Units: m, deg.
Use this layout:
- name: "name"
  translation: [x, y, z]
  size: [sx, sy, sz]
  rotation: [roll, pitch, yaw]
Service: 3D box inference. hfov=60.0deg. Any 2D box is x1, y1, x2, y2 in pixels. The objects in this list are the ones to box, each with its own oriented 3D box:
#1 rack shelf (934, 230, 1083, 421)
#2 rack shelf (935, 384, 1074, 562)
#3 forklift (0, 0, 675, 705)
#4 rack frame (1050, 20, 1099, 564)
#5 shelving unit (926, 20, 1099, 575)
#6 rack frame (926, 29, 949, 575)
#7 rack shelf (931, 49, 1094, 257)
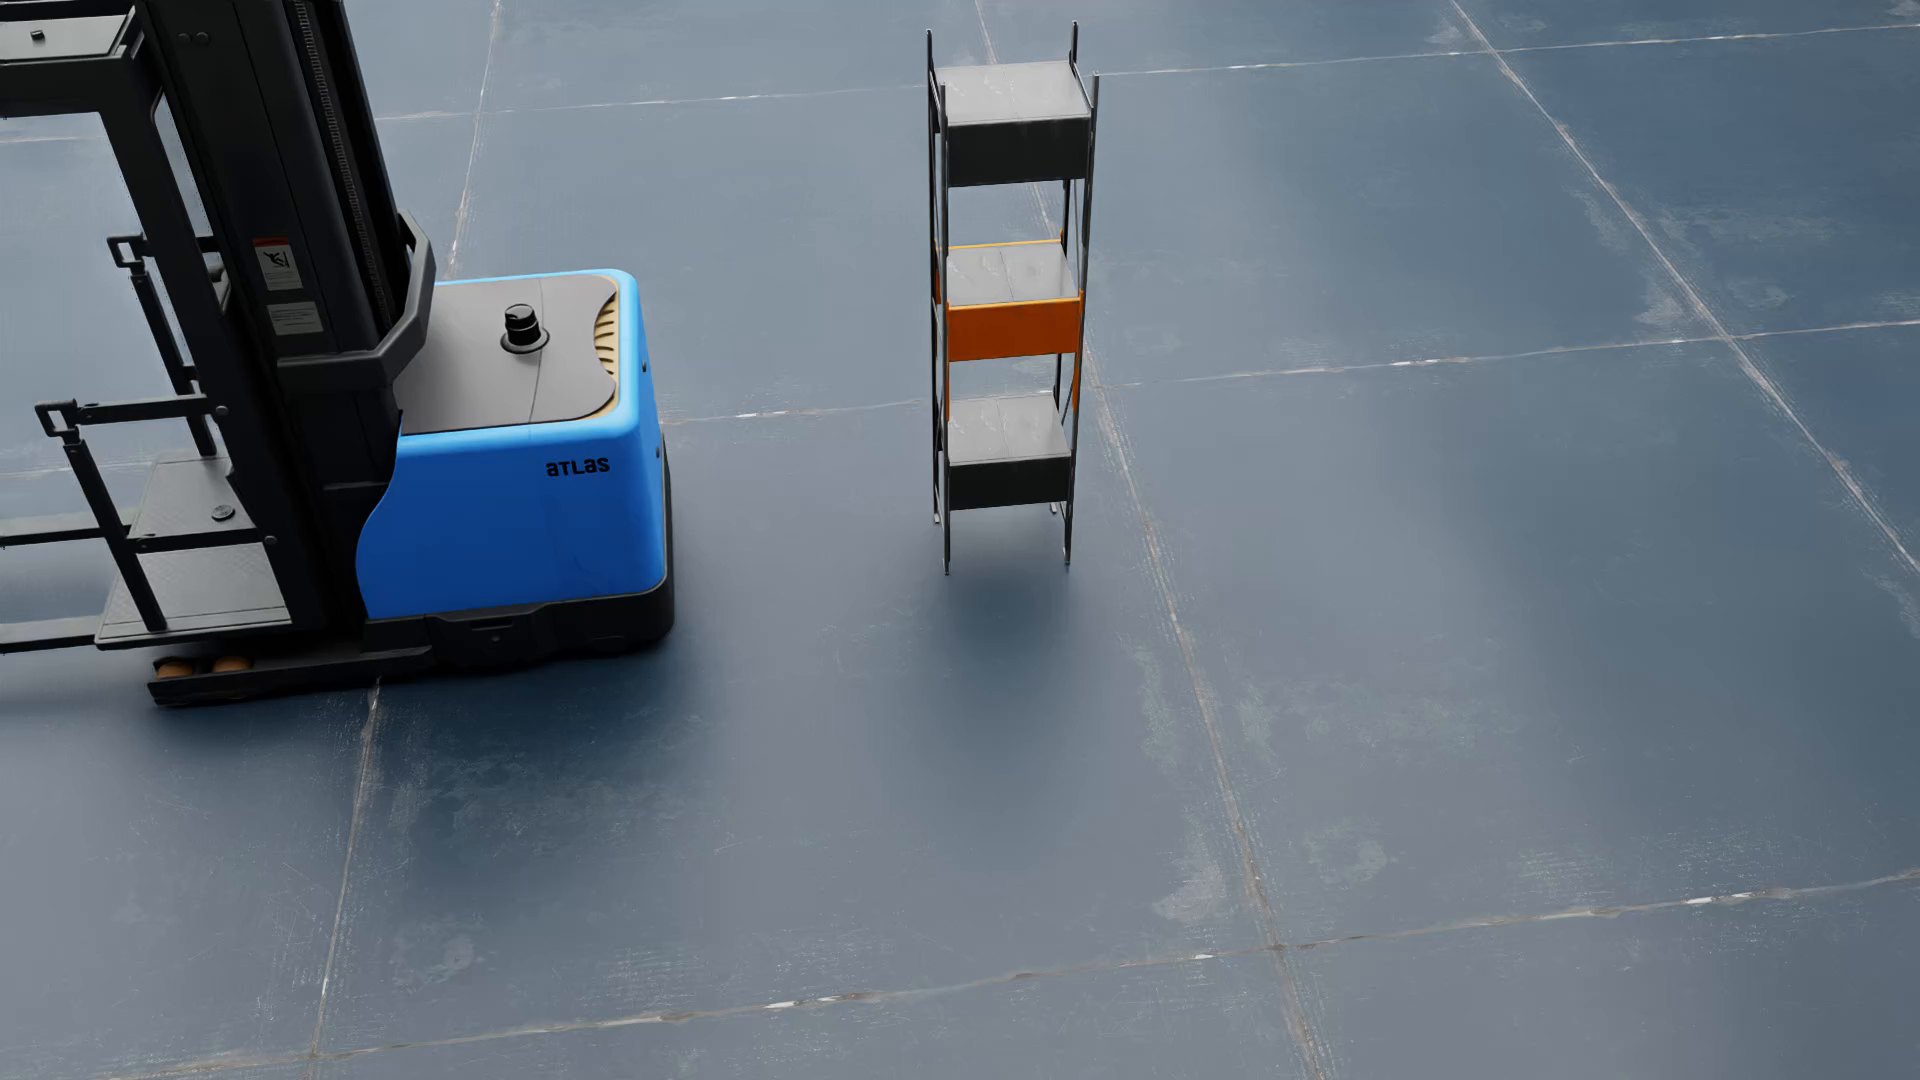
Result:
- name: "rack shelf"
  translation: [0.164, -0.784, 6.072]
  size: [0.480, 0.518, 0.431]
  rotation: [-5, 42, -6]
- name: "rack shelf"
  translation: [0.164, -0.264, 6.541]
  size: [0.480, 0.518, 0.431]
  rotation: [-5, 42, -6]
- name: "forklift"
  translation: [-2.643, -0.865, 5.521]
  size: [3.031, 2.935, 1.130]
  rotation: [-6, 42, -6]
- name: "rack frame"
  translation: [0.406, -0.815, 6.086]
  size: [0.015, 2.100, 0.400]
  rotation: [-5, 42, -6]
- name: "shelving unit"
  translation: [0.164, -0.794, 6.063]
  size: [0.503, 2.100, 0.431]
  rotation: [-5, 42, -6]
- name: "rack frame"
  translation: [-0.078, -0.773, 6.039]
  size: [0.015, 2.100, 0.400]
  rotation: [-5, 42, -6]
- name: "rack shelf"
  translation: [0.164, -1.304, 5.603]
  size: [0.480, 0.518, 0.431]
  rotation: [-5, 42, -6]
